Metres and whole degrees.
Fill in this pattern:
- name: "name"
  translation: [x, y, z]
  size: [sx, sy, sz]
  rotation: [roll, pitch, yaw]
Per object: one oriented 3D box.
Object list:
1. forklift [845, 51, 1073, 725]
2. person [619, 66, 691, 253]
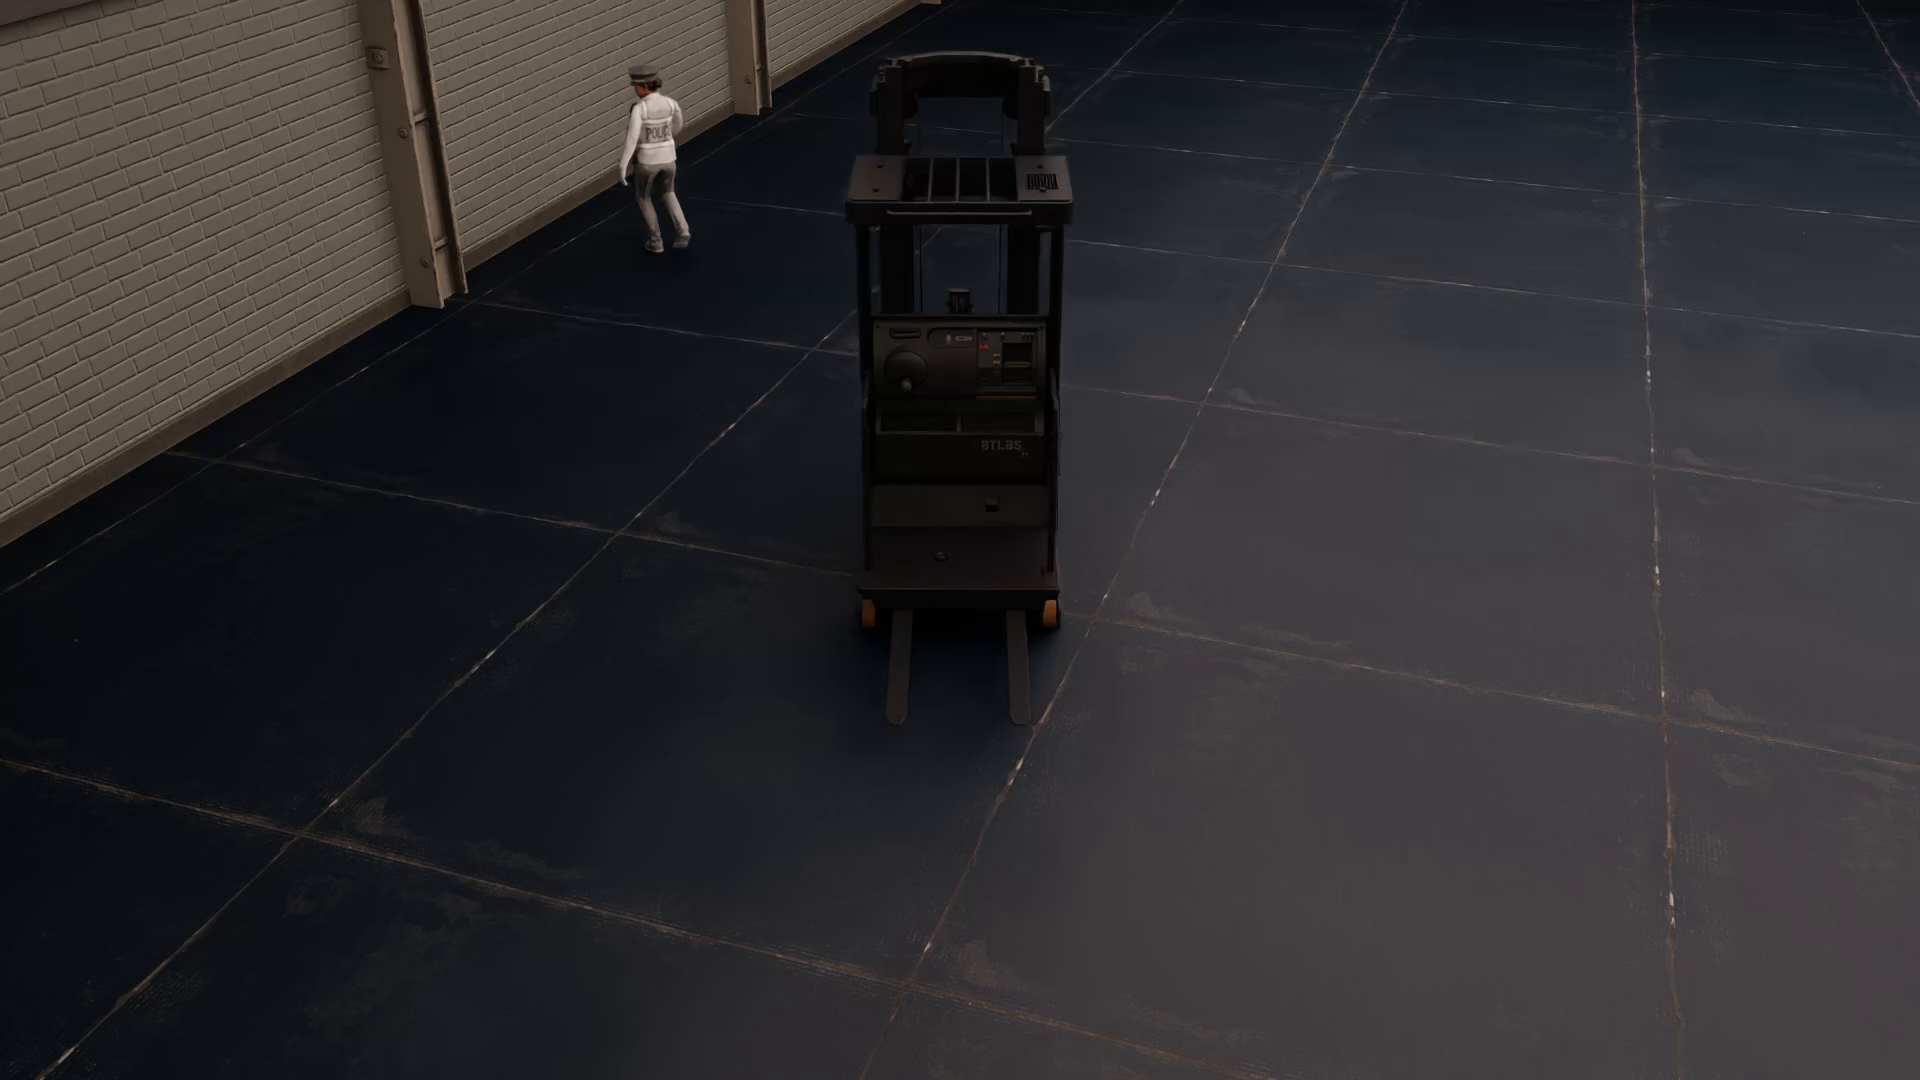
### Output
- name: "forklift"
  translation: [-0.001, -0.935, 8.776]
  size: [1.130, 2.935, 3.031]
  rotation: [0, 30, 0]
- name: "person"
  translation: [-2.627, -3.202, 14.085]
  size: [0.660, 1.621, 0.526]
  rotation: [-17, 34, -27]
